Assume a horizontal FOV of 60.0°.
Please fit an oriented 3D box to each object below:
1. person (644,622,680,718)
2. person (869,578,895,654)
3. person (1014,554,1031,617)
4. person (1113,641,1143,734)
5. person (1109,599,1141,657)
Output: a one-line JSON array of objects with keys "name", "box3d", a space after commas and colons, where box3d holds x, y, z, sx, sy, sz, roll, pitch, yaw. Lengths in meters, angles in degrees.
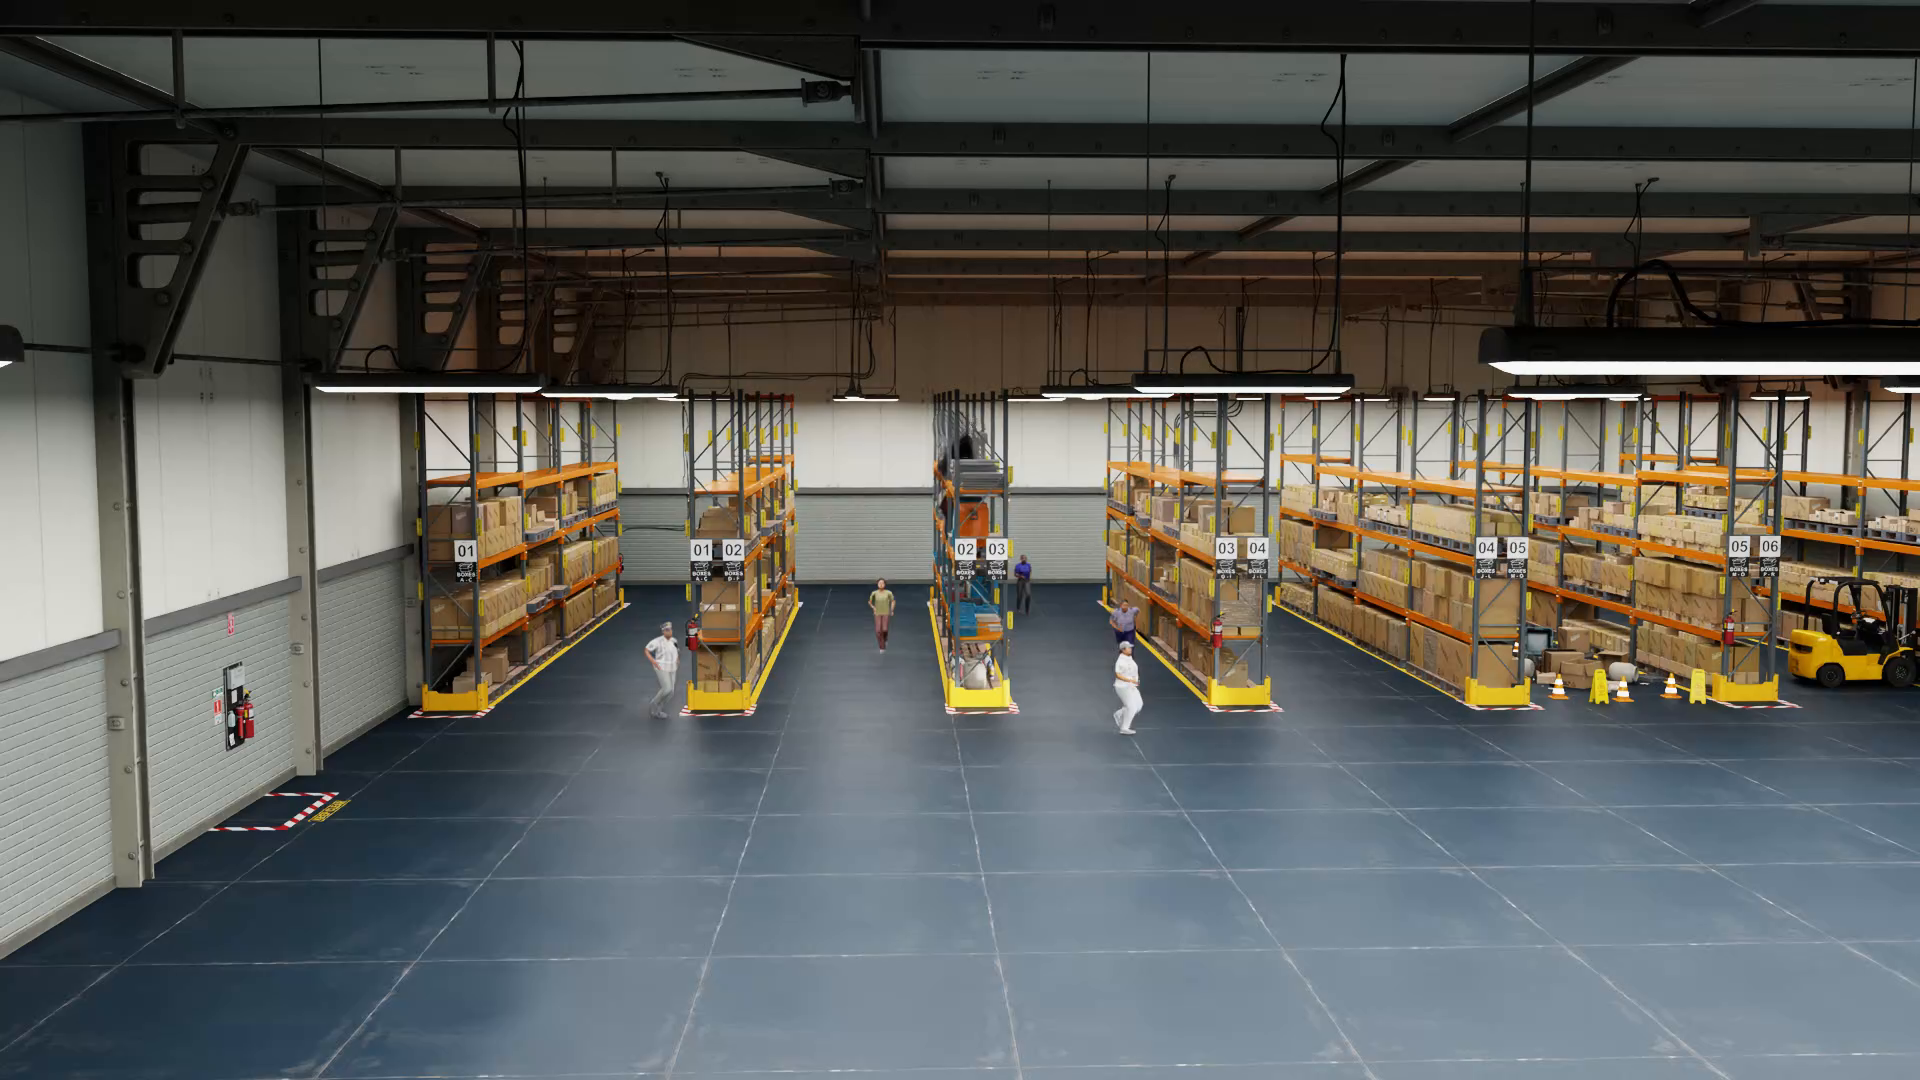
[{"name": "person", "box3d": [-5.363, 2.370, 30.410, 0.541, 1.740, 0.698, 4, 6, 40]}, {"name": "person", "box3d": [-1.713, 1.663, 36.398, 0.582, 1.626, 0.527, 0, 5, 0]}, {"name": "person", "box3d": [1.707, 1.236, 45.126, 0.515, 1.693, 0.812, -1, 5, -9]}, {"name": "person", "box3d": [2.909, 2.559, 28.892, 0.550, 1.618, 0.603, 2, 5, 24]}, {"name": "person", "box3d": [3.317, 1.962, 33.441, 0.648, 1.649, 0.906, 0, 5, 2]}]
